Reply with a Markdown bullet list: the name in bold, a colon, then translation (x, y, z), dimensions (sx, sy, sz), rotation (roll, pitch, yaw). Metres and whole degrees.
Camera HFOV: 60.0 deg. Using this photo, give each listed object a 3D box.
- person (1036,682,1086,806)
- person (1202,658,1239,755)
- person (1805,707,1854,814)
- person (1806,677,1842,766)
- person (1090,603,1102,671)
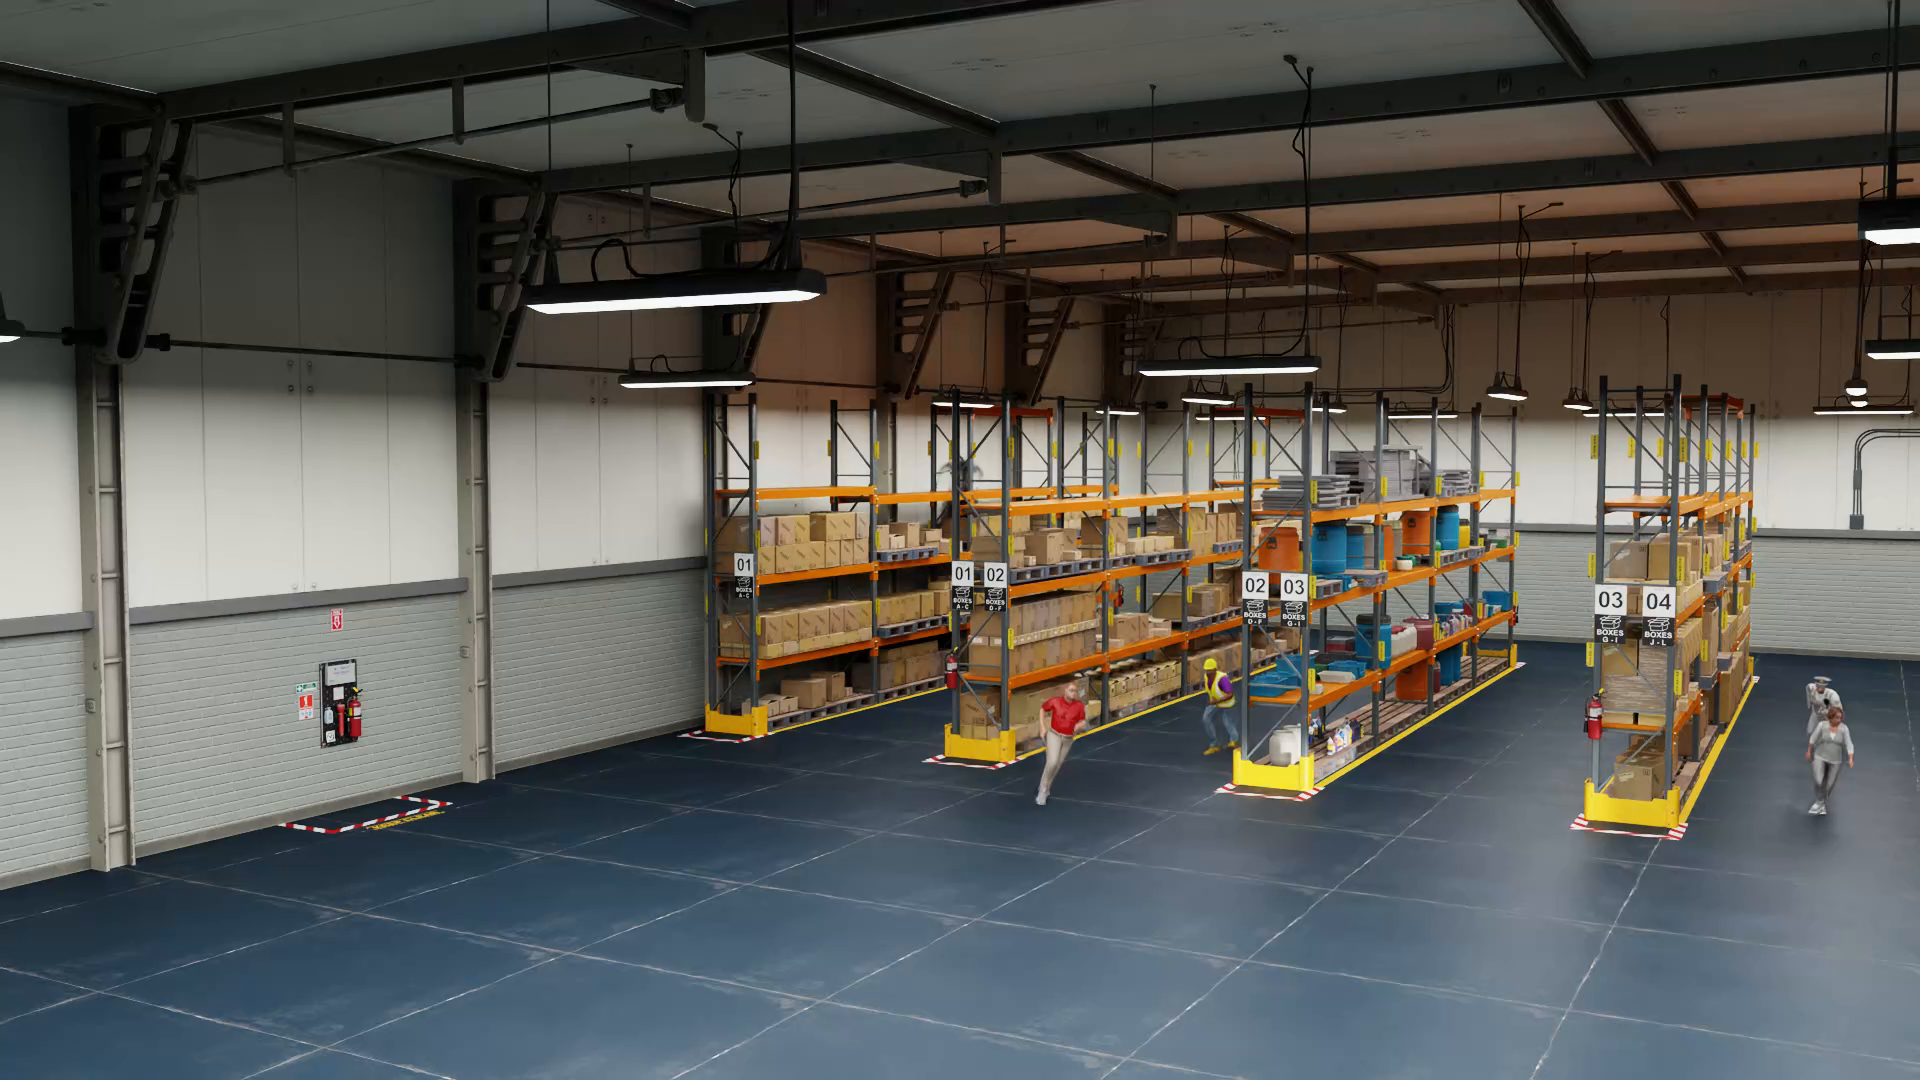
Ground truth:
- **person**: translation (1.396, 2.875, 23.742), dimensions (0.809, 1.707, 0.798), rotation (-1, 3, -19)
- **person**: translation (4.321, 2.706, 27.362), dimensions (0.714, 1.591, 1.078), rotation (3, 4, 44)
- **person**: translation (11.809, 3.005, 22.567), dimensions (0.523, 1.523, 0.718), rotation (1, 3, 15)
- **person**: translation (13.808, 2.867, 26.546), dimensions (0.592, 1.462, 1.088), rotation (3, 4, 39)
- **person**: translation (2.983, 2.222, 35.187), dimensions (0.613, 1.798, 0.724), rotation (1, 3, 22)
